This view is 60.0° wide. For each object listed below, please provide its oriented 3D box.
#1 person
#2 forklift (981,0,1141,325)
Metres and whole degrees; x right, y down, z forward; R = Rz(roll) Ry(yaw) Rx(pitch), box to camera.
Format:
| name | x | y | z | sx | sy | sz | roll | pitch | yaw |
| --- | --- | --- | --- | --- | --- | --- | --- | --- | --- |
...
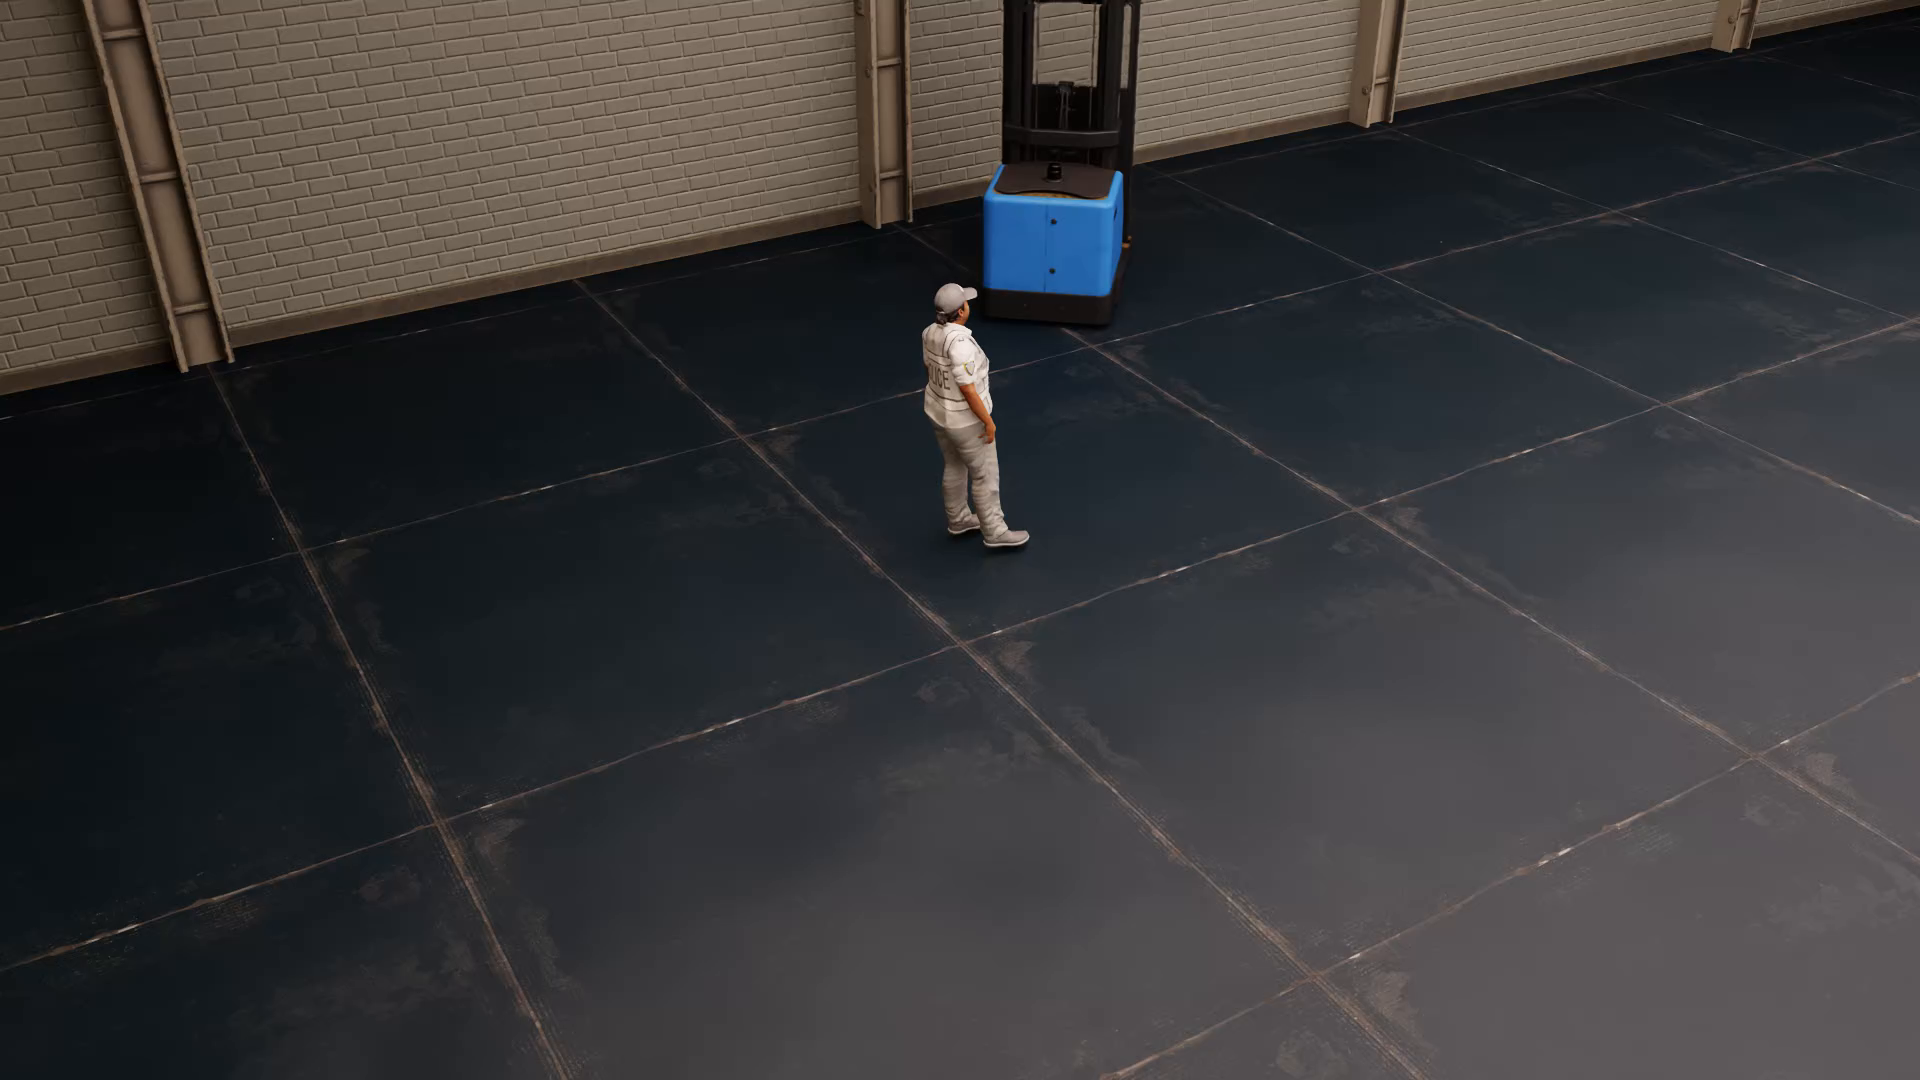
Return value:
| name | x | y | z | sx | sy | sz | roll | pitch | yaw |
| --- | --- | --- | --- | --- | --- | --- | --- | --- | --- |
| person | 0.077 | -0.765 | 10.065 | 0.529 | 1.670 | 0.598 | -17 | 35 | -26 |
| forklift | 0.936 | -3.709 | 13.842 | 1.130 | 2.935 | 3.031 | 5 | 31 | 9 |
